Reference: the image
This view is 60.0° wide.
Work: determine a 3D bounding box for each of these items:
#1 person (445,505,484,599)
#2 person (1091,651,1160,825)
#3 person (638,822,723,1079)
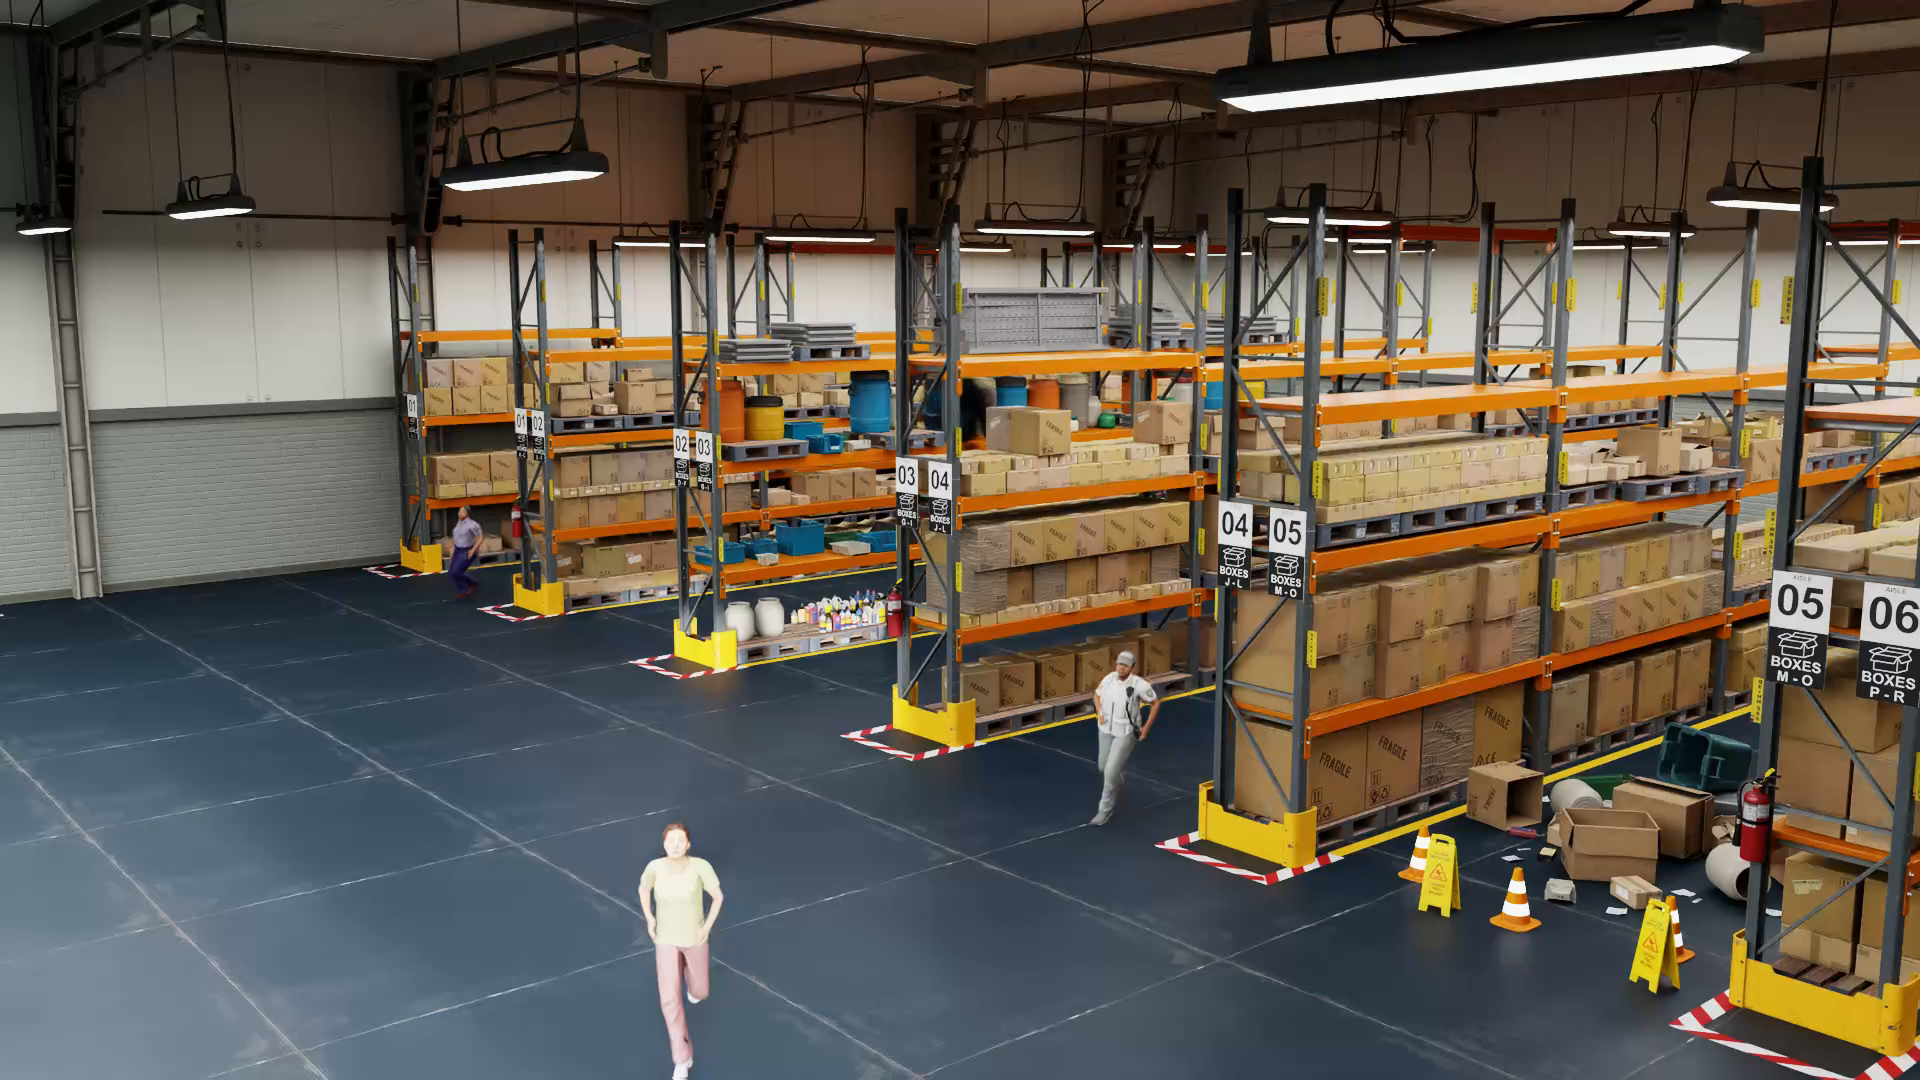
[{"bbox_3d":[-8.132,0.218,27.224,0.665,1.593,0.511,8,12,41],"label":"person"},{"bbox_3d":[1.589,1.890,16.185,0.669,1.682,0.802,6,10,32],"label":"person"},{"bbox_3d":[-1.869,2.691,11.174,0.563,1.638,0.973,-1,9,-9],"label":"person"}]
